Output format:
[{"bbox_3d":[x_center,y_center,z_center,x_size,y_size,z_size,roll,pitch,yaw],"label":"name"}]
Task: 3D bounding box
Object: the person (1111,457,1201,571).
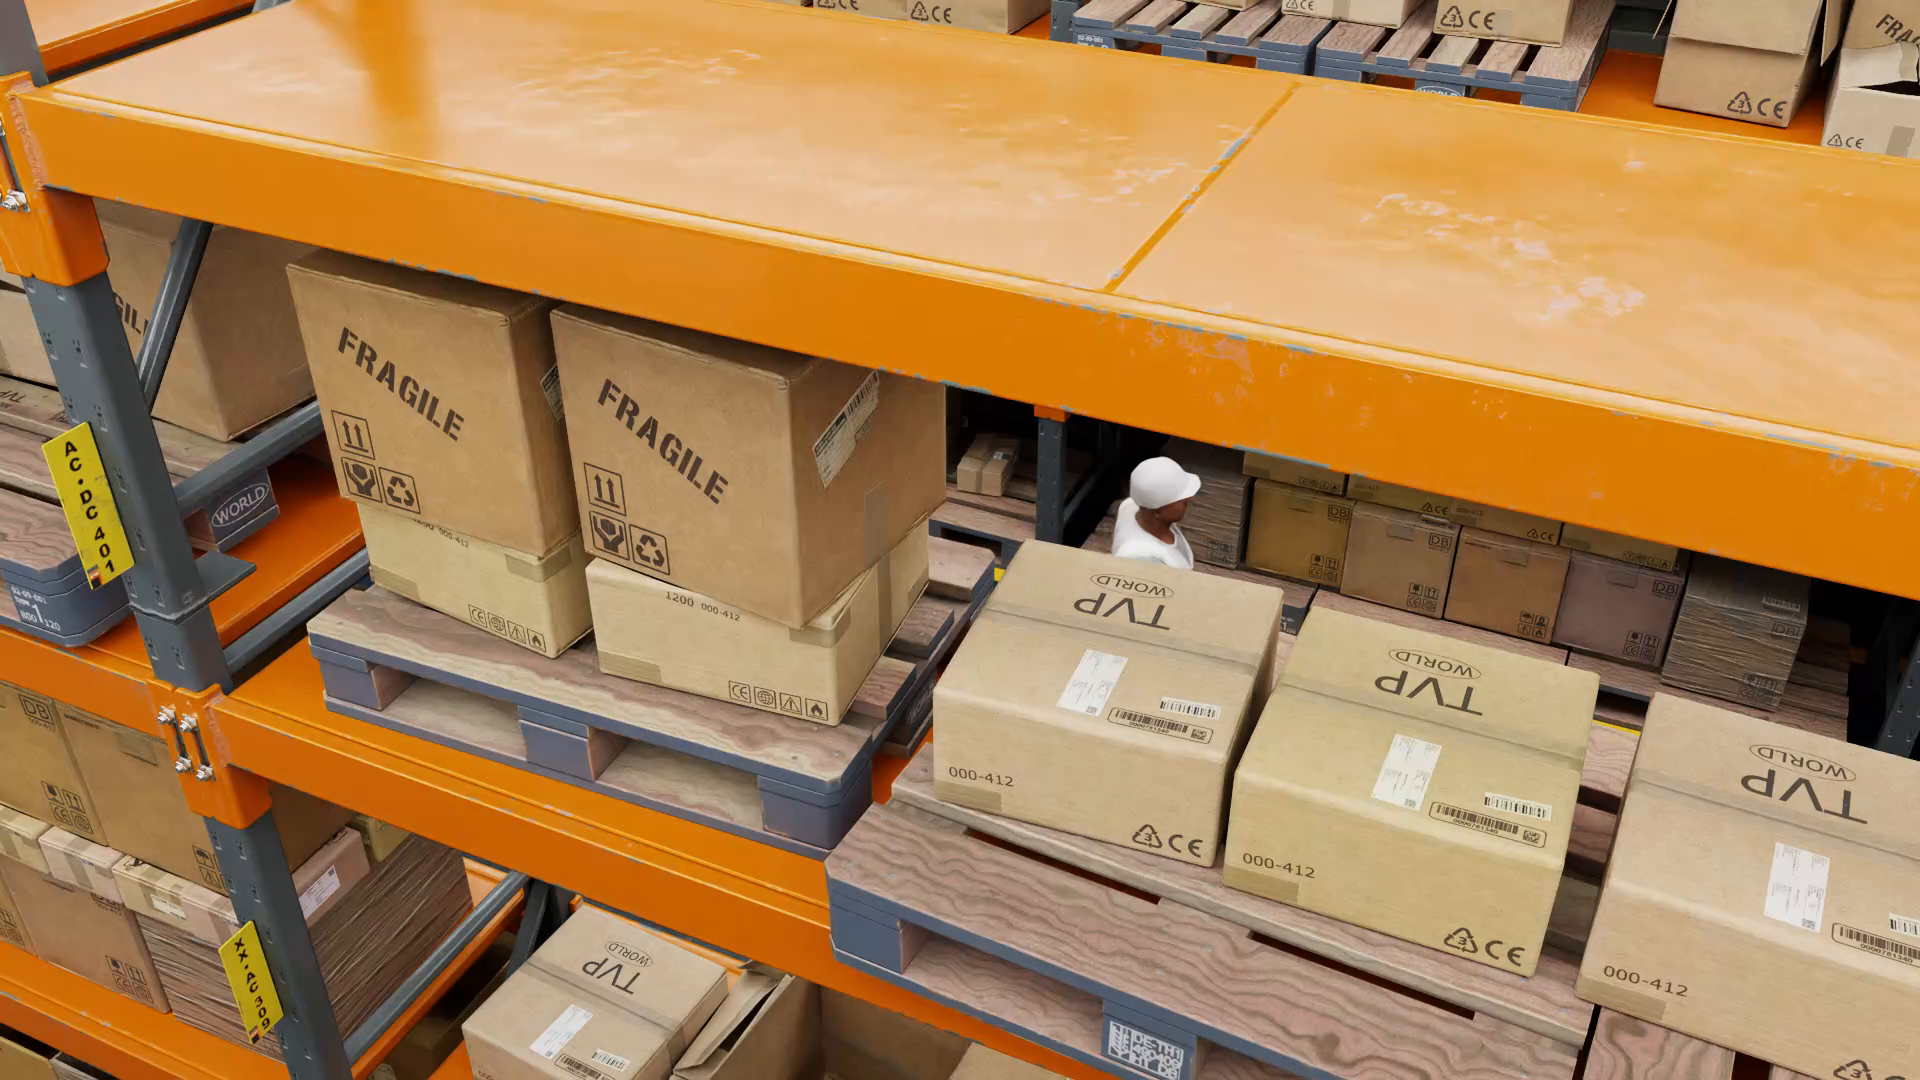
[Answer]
[{"bbox_3d":[0.805,0.461,6.784,0.667,1.835,0.565,6,34,9],"label":"person"}]
